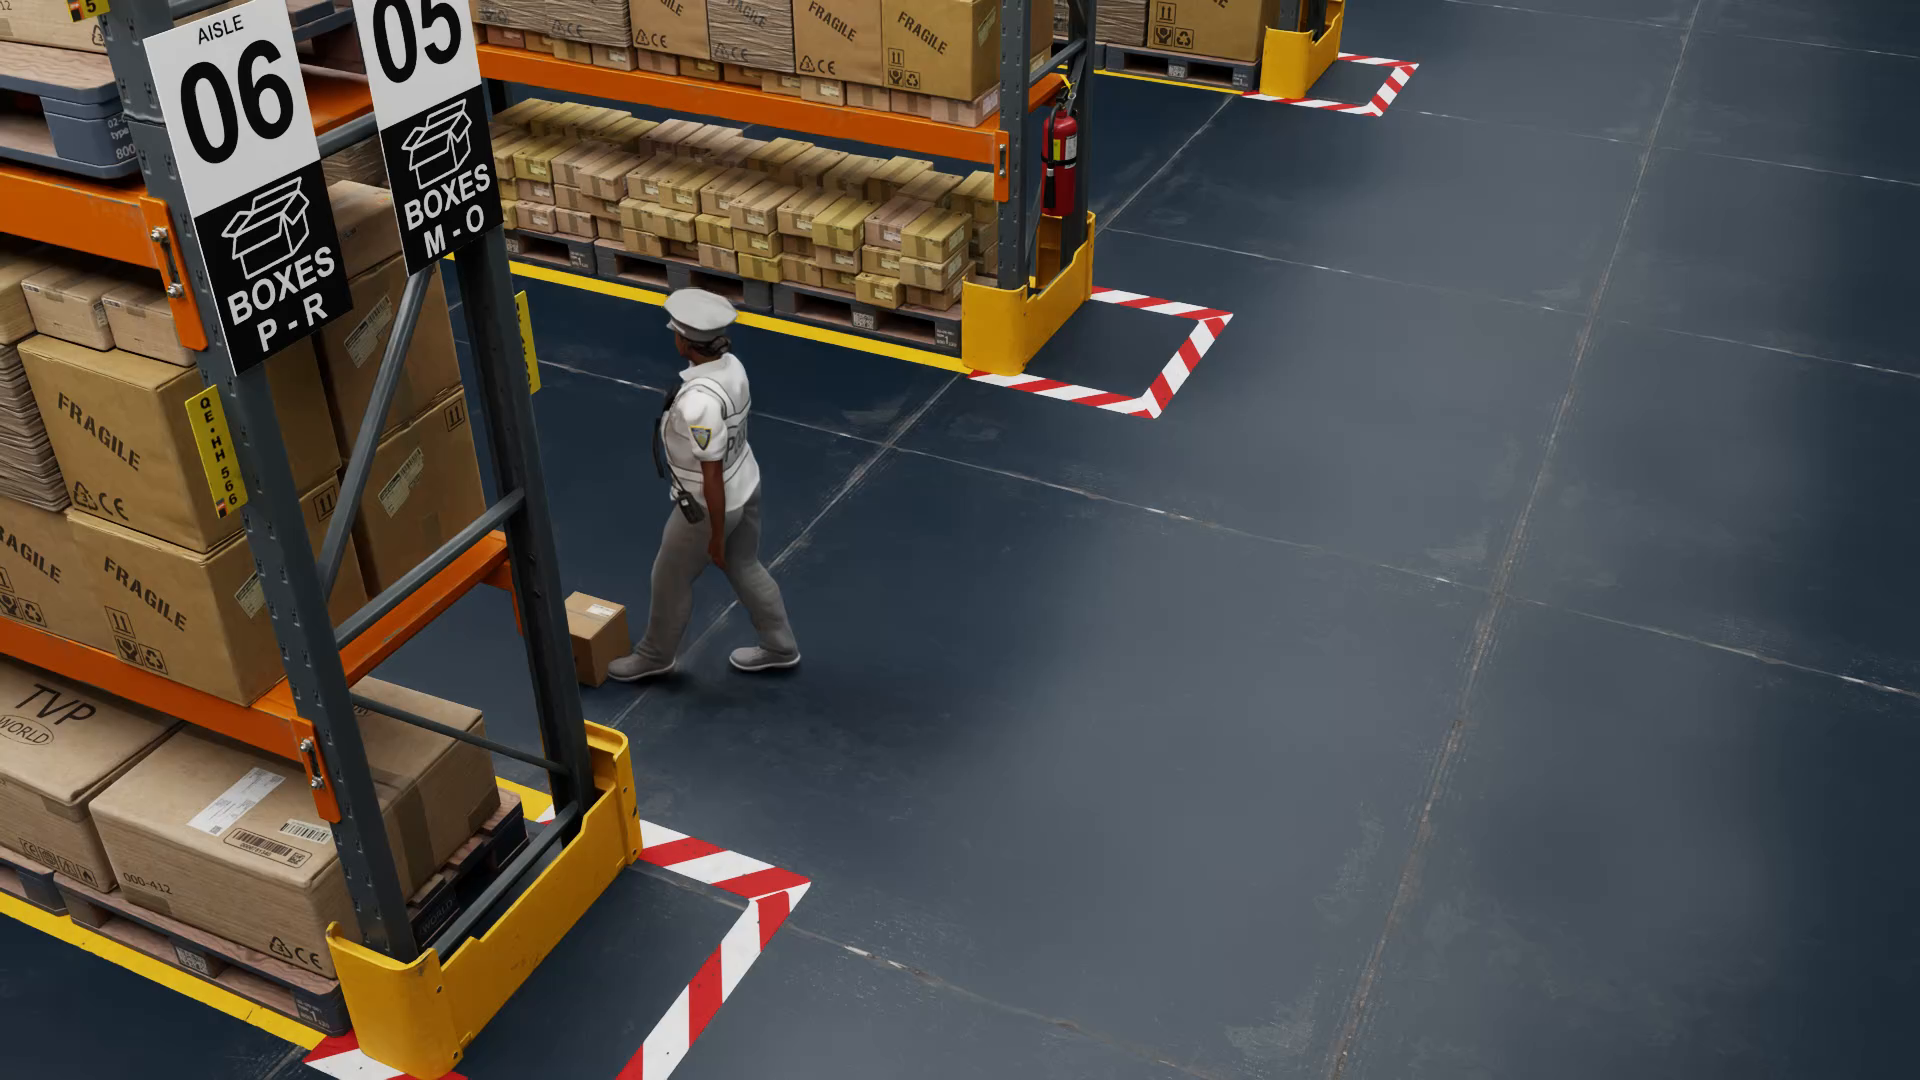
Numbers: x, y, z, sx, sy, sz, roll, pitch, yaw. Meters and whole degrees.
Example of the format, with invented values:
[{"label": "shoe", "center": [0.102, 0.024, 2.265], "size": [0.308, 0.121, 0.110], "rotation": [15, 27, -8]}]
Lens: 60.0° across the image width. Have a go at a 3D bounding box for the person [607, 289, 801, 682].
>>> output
[{"label": "person", "center": [-1.043, -0.170, 6.373], "size": [0.764, 1.659, 0.494], "rotation": [8, 35, 12]}]
